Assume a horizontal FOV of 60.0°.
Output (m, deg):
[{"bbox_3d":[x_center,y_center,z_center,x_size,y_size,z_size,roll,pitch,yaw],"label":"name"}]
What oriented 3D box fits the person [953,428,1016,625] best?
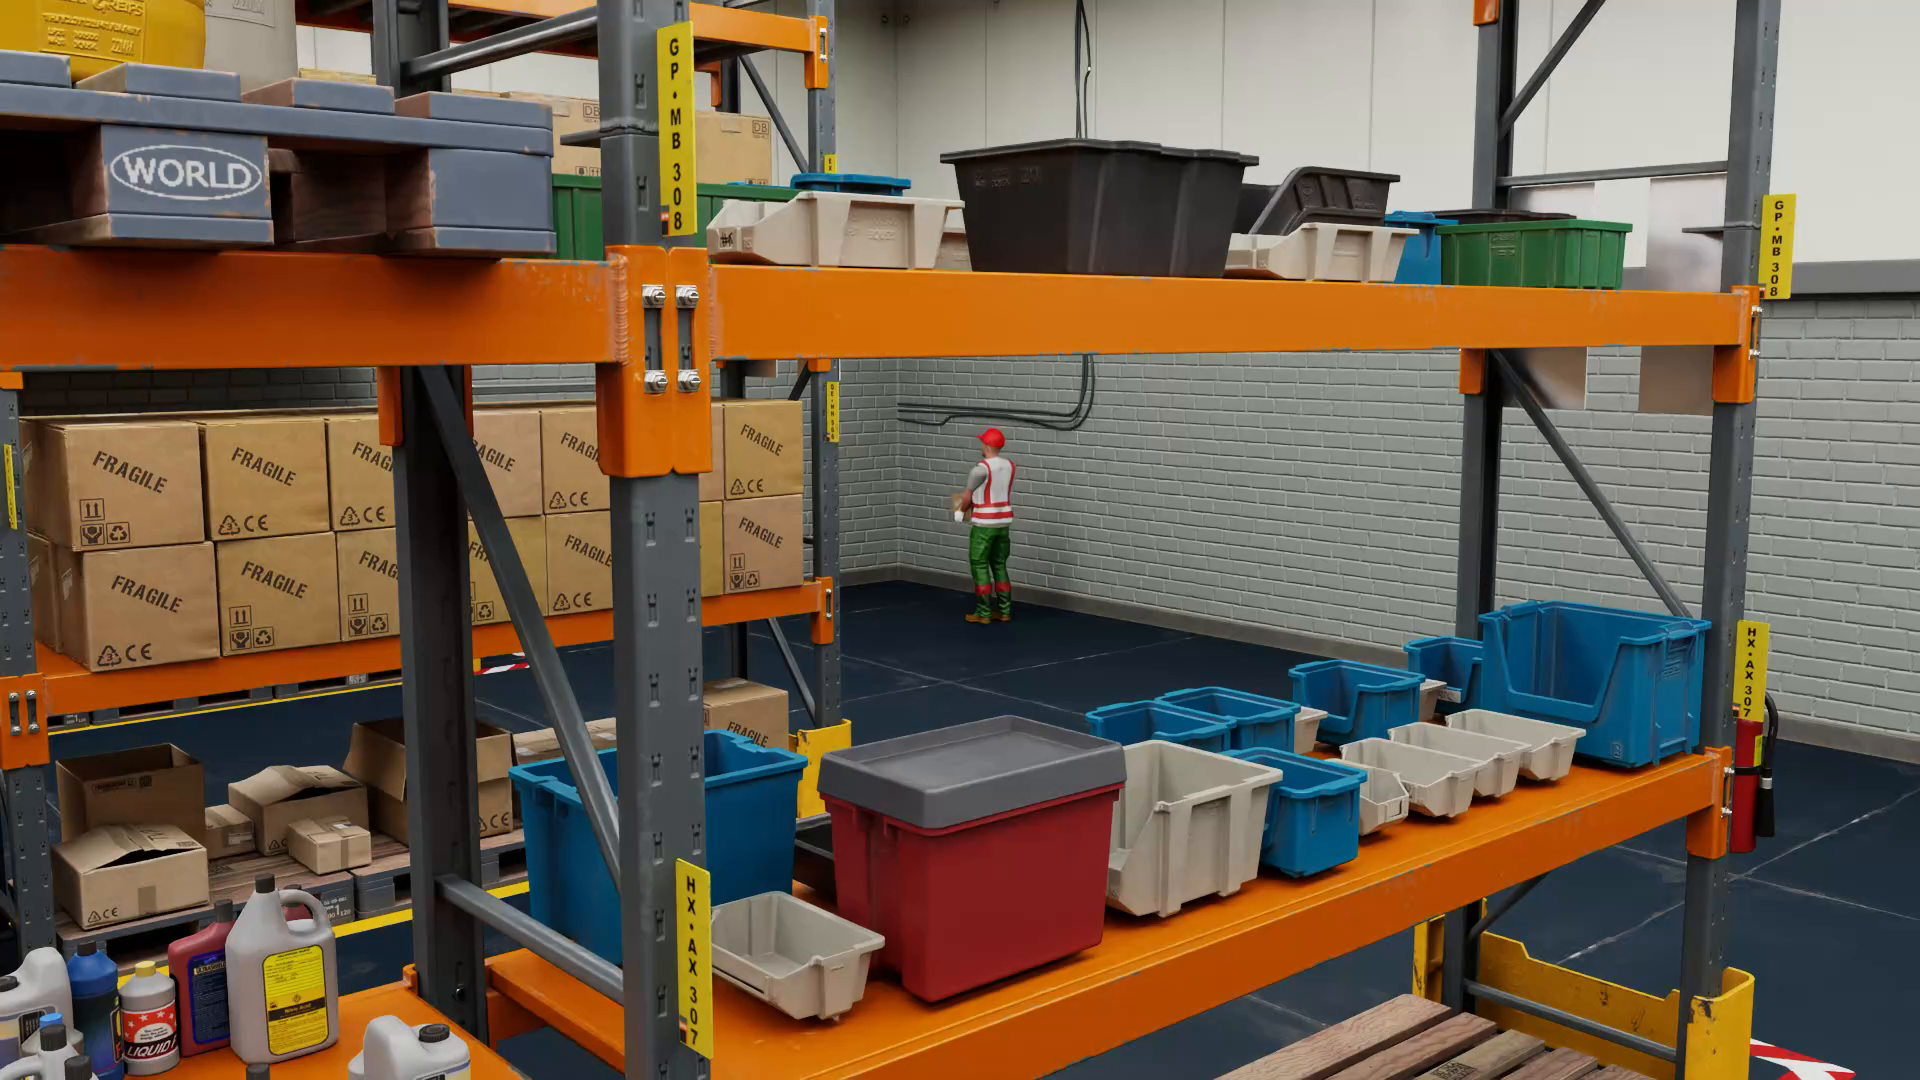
[{"bbox_3d":[0.209,-0.141,15.293,0.495,1.785,0.551,-6,10,-40],"label":"person"}]
